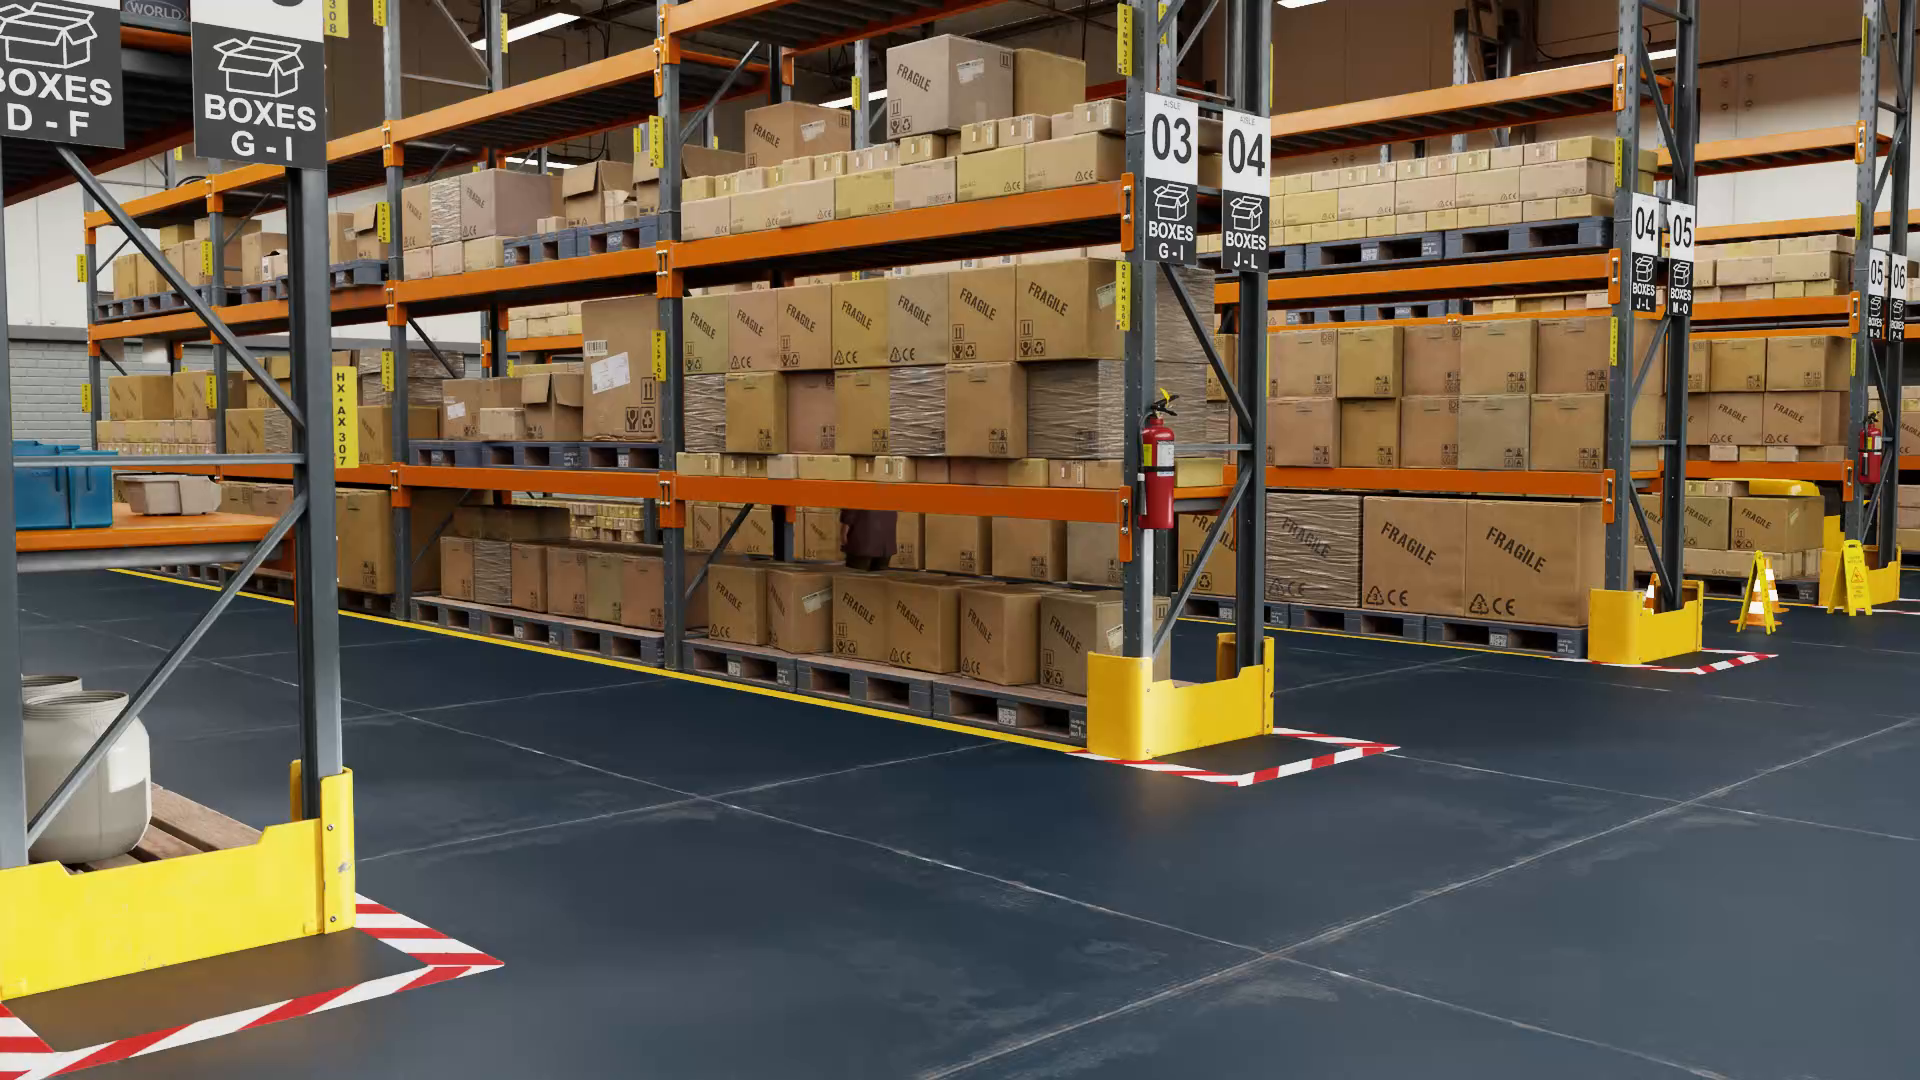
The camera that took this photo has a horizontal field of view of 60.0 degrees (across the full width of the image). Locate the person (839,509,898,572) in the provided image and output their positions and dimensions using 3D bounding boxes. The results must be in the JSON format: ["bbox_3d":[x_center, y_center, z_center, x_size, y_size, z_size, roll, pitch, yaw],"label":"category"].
[{"bbox_3d":[-0.686,-0.119,12.522,0.430,1.773,0.625,3,5,35],"label":"person"}]
